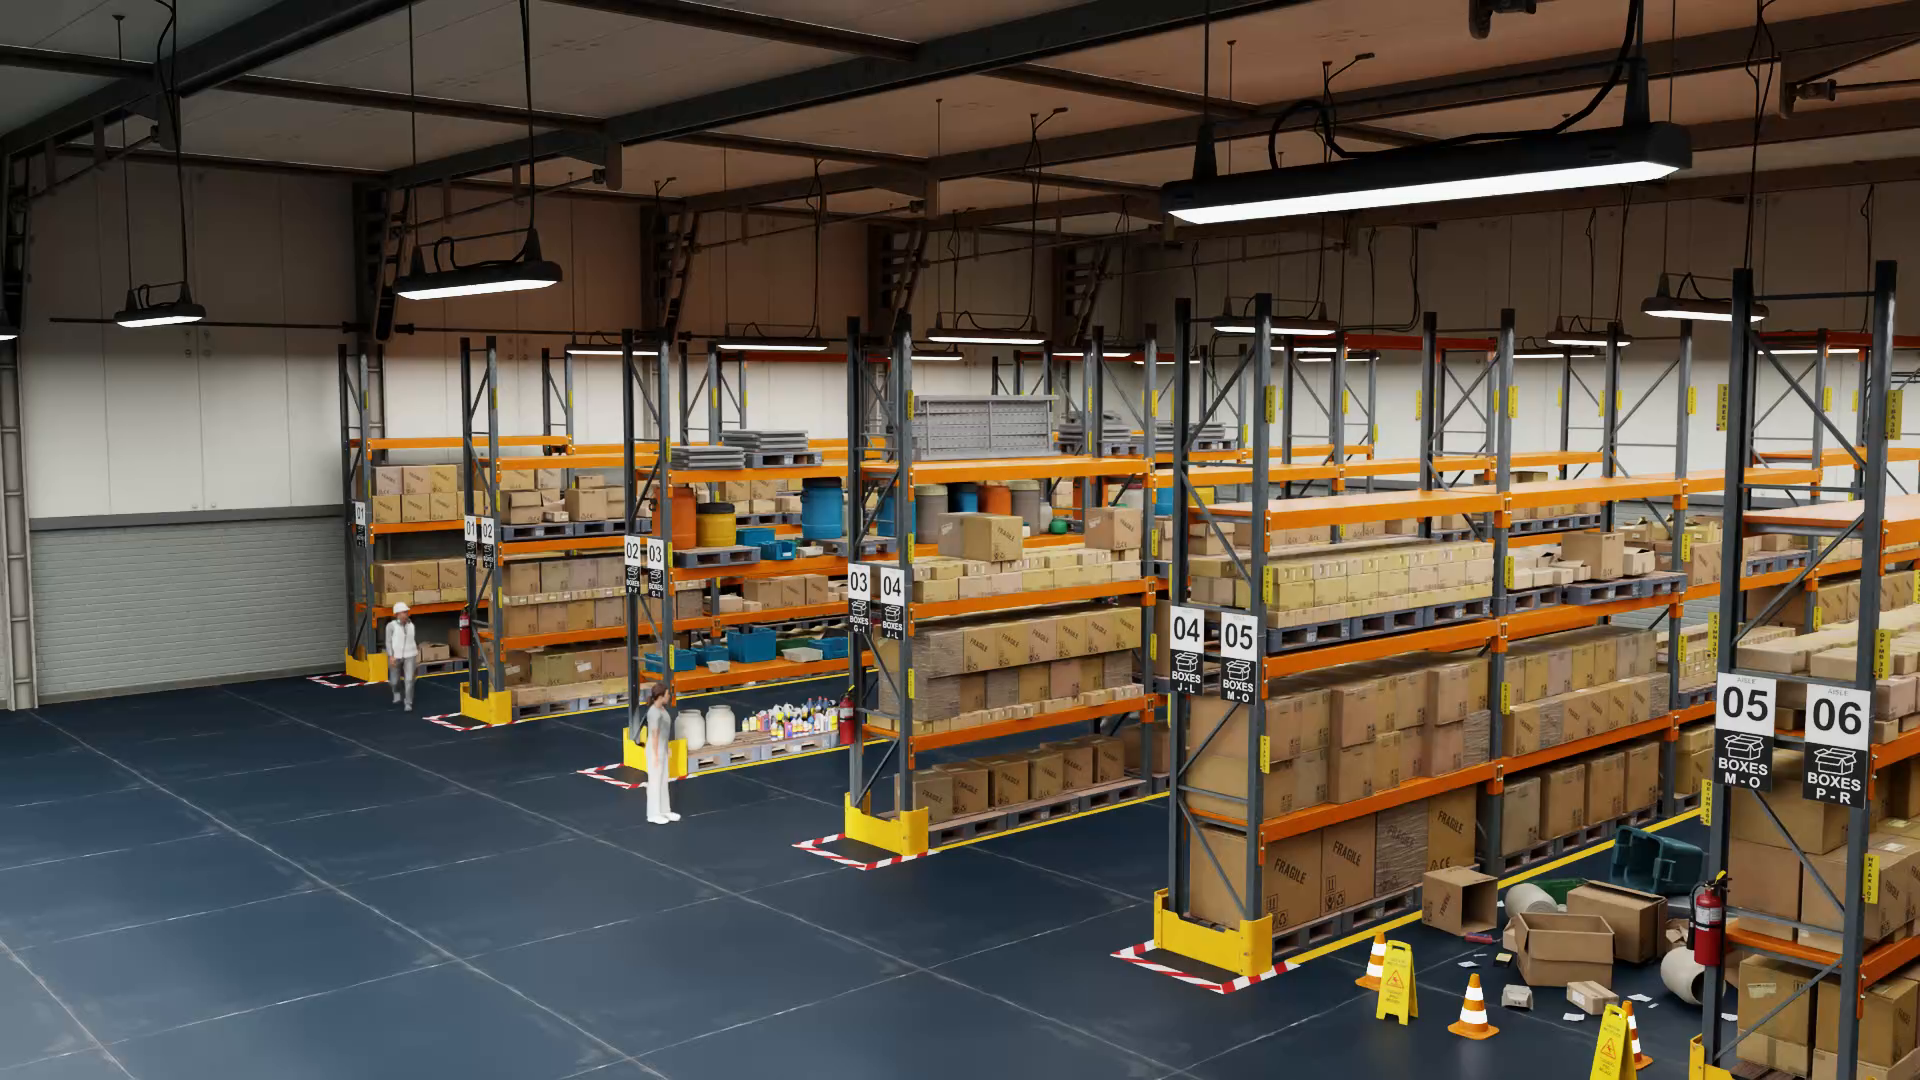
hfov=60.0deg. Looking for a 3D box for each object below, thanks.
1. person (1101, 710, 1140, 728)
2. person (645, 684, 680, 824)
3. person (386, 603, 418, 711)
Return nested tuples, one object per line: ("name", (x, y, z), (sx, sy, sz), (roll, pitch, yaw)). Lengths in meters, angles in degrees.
("person", (2.533, 1.991, 25.664), (0.891, 1.801, 0.567), (-4, 7, -38))
("person", (-3.576, 2.549, 19.894), (0.375, 1.686, 0.459), (0, 5, 1))
("person", (-9.063, 1.873, 27.034), (0.486, 1.722, 0.877), (-1, 5, -14))
